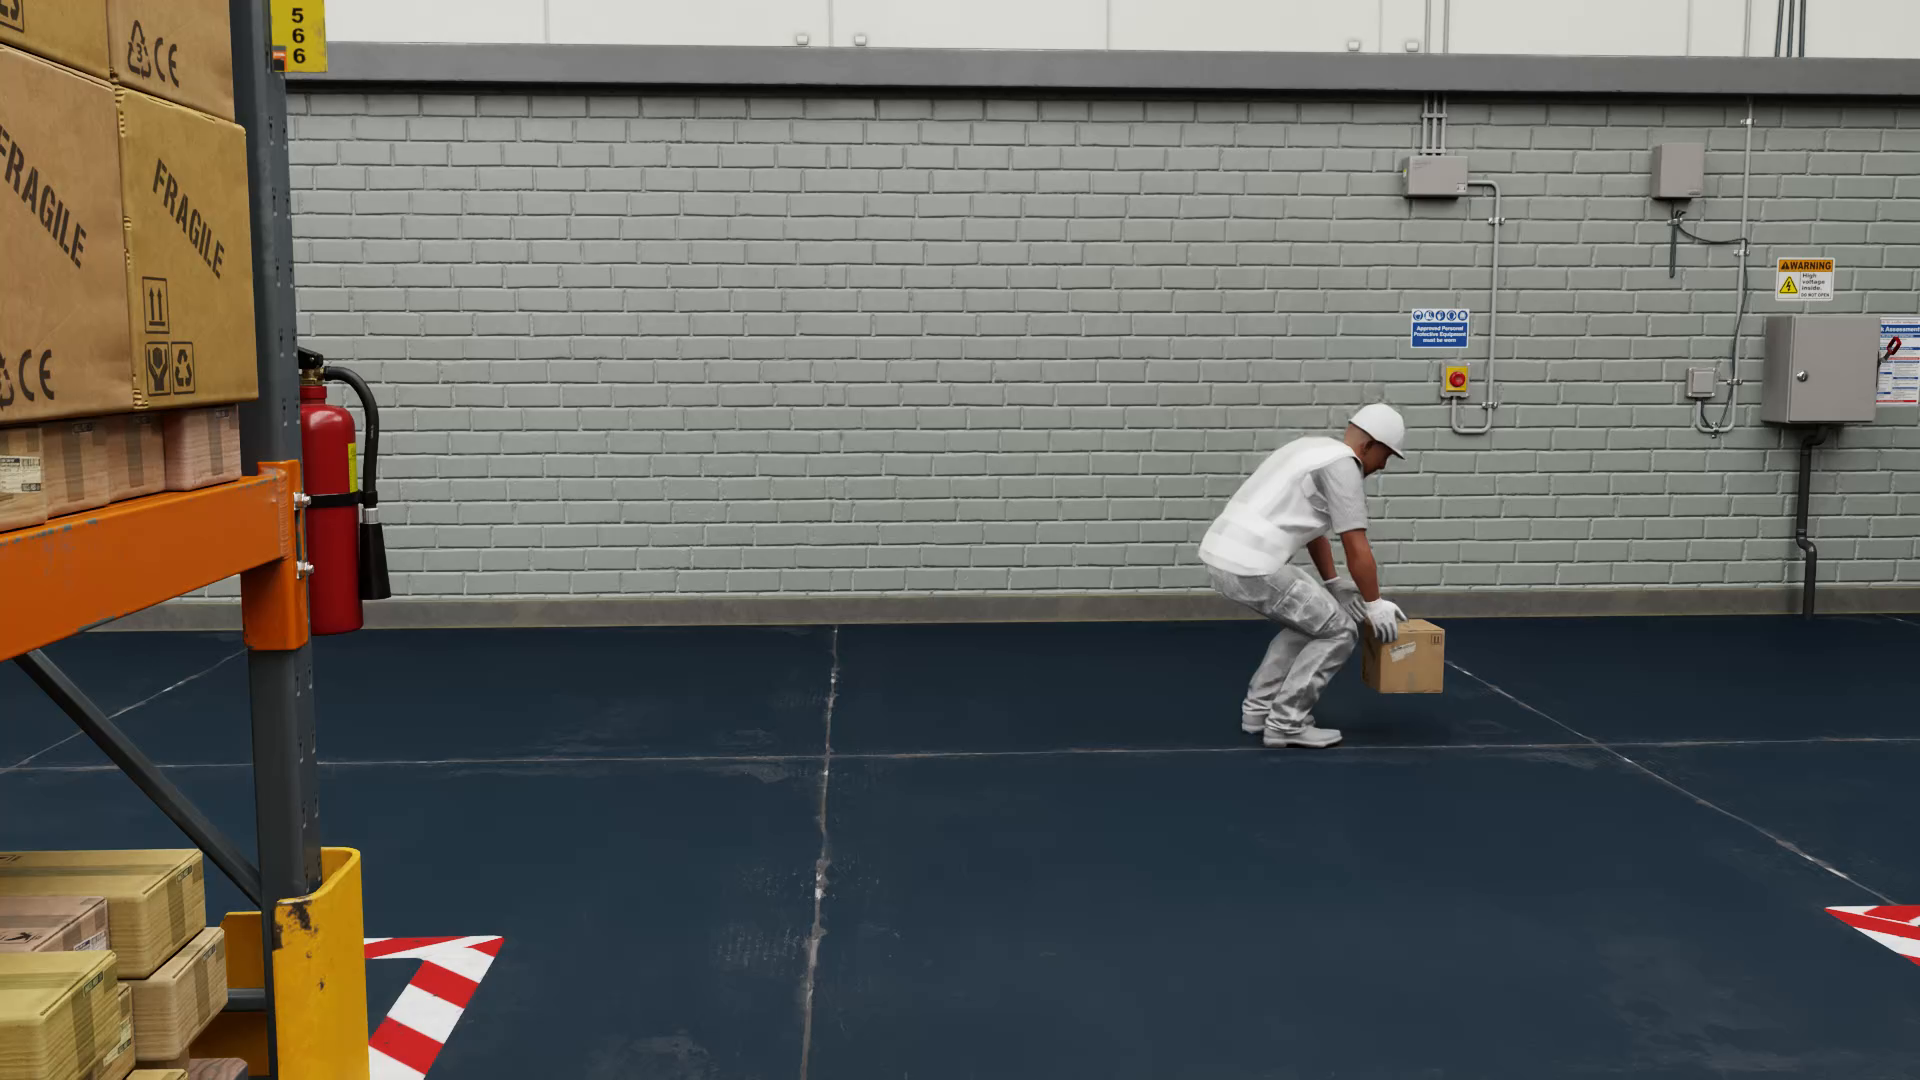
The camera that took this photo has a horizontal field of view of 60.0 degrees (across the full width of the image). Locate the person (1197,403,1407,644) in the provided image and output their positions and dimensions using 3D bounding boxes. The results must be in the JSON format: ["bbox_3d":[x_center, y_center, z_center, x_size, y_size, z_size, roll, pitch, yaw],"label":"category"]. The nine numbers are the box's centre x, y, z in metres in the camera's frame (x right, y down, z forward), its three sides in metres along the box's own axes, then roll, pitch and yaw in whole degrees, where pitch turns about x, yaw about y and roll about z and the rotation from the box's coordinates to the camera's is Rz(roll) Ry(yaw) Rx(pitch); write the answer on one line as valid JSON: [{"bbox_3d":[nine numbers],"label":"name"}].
[{"bbox_3d":[1.347,-0.074,6.544,0.813,0.922,0.609,0,7,-4],"label":"person"}]
